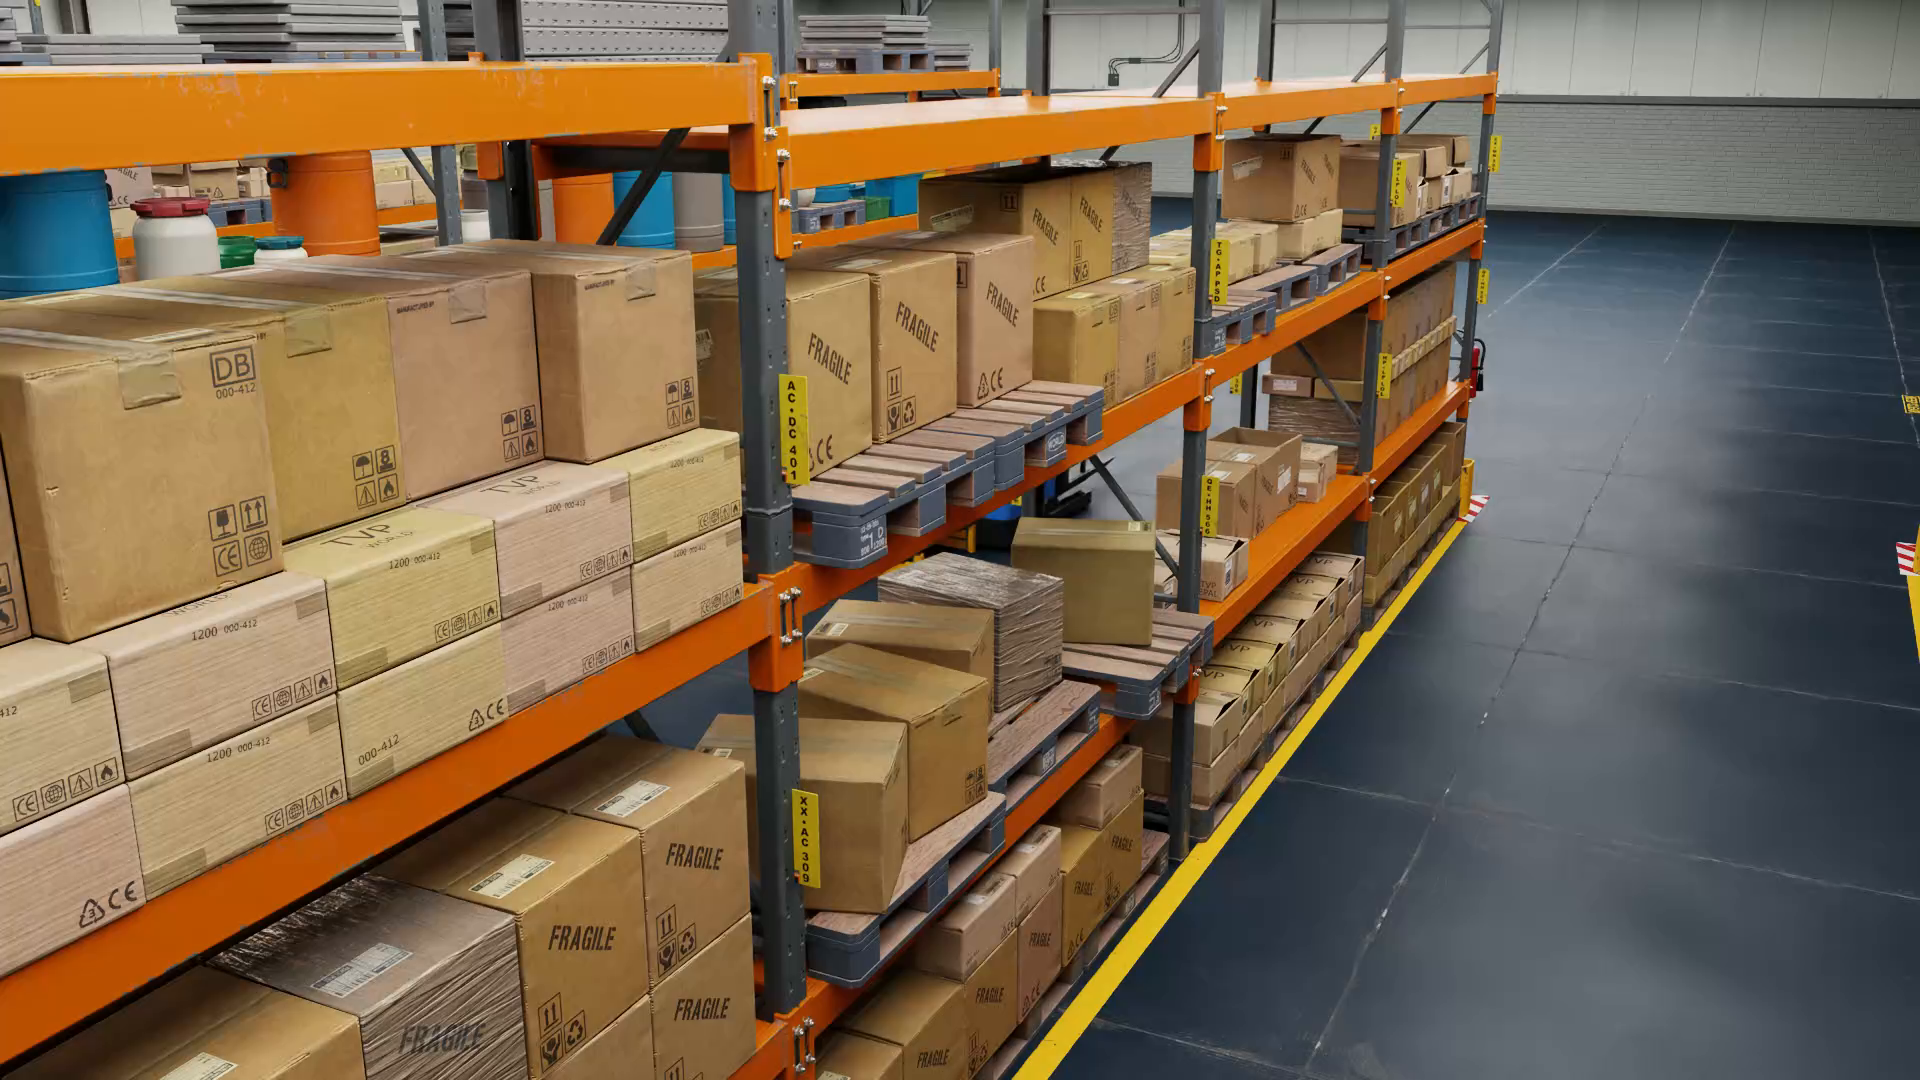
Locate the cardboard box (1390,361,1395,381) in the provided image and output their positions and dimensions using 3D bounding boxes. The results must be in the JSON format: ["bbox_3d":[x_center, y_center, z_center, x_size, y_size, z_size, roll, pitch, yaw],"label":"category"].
[{"bbox_3d":[3.230,-1.342,13.185,0.380,0.149,0.250,8,18,25],"label":"cardboard box"}]

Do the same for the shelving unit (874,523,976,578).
[{"bbox_3d":[-0.355,-0.517,14.355,0.587,1.500,1.083,8,18,25],"label":"shelving unit"}]

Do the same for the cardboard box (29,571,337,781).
[{"bbox_3d":[-1.630,0.229,3.327,0.500,0.250,0.500,8,18,25],"label":"cardboard box"}]

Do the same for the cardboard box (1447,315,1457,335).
[{"bbox_3d":[4.382,-1.999,15.396,0.380,0.149,0.250,8,18,24],"label":"cardboard box"}]

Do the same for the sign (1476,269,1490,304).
[{"bbox_3d":[4.862,-2.357,15.469,0.100,0.325,0.005,8,18,25],"label":"sign"}]

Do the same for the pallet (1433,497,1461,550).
[{"bbox_3d":[4.078,-0.225,15.635,1.003,0.211,1.213,8,18,25],"label":"pallet"}]

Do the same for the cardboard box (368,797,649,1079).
[{"bbox_3d":[-1.200,1.061,4.479,0.500,0.500,0.500,8,18,24],"label":"cardboard box"}]

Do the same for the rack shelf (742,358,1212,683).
[{"bbox_3d":[-0.086,-0.307,7.011,1.077,0.370,4.000,8,18,25],"label":"rack shelf"}]

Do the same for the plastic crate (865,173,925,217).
[{"bbox_3d":[-0.630,-3.299,15.848,0.392,0.384,0.575,8,18,25],"label":"plastic crate"}]

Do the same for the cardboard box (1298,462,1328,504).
[{"bbox_3d":[2.367,-0.431,11.668,0.396,0.266,0.258,8,18,24],"label":"cardboard box"}]

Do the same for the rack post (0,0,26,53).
[{"bbox_3d":[-5.005,-2.386,7.611,0.937,0.300,0.954,8,18,24],"label":"rack post"}]

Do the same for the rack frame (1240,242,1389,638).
[{"bbox_3d":[2.595,-0.742,12.481,1.000,3.000,0.127,8,18,25],"label":"rack frame"}]

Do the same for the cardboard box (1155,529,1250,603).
[{"bbox_3d":[1.381,0.116,9.748,0.500,0.311,0.500,8,18,25],"label":"cardboard box"}]

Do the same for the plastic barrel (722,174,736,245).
[{"bbox_3d":[-1.868,-2.895,13.579,0.600,0.901,0.708,8,18,25],"label":"plastic barrel"}]

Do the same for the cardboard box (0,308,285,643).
[{"bbox_3d":[-1.818,-0.157,3.310,0.700,0.500,0.500,8,18,25],"label":"cardboard box"}]

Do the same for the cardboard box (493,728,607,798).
[{"bbox_3d":[-1.442,0.852,5.181,0.500,0.500,0.500,9,19,27],"label":"cardboard box"}]

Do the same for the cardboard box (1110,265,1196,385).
[{"bbox_3d":[0.643,-1.094,8.221,0.910,0.500,0.500,8,18,25],"label":"cardboard box"}]

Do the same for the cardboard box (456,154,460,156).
[{"bbox_3d":[-5.490,-4.143,18.224,0.380,0.149,0.250,8,18,25],"label":"cardboard box"}]

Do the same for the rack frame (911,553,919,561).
[{"bbox_3d":[-0.578,-0.389,13.927,0.500,1.500,0.032,8,18,25],"label":"rack frame"}]

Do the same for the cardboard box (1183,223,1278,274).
[{"bbox_3d":[1.686,-1.831,10.402,0.500,0.250,0.500,6,18,21],"label":"cardboard box"}]

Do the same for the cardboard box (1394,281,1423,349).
[{"bbox_3d":[3.460,-1.910,13.957,0.700,0.500,0.500,8,18,25],"label":"cardboard box"}]

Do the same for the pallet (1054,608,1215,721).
[{"bbox_3d":[0.568,0.550,8.467,1.213,0.211,1.003,8,18,25],"label":"pallet"}]

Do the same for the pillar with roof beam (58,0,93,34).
[{"bbox_3d":[-12.371,-8.708,28.762,9.100,9.000,0.400,8,18,25],"label":"pillar with roof beam"}]

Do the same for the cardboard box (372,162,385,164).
[{"bbox_3d":[-6.143,-3.812,17.110,0.380,0.149,0.250,7,18,23],"label":"cardboard box"}]

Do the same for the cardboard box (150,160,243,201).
[{"bbox_3d":[-6.984,-3.345,15.057,0.797,0.503,0.637,9,19,28],"label":"cardboard box"}]

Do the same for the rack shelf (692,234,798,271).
[{"bbox_3d":[-2.728,-1.957,12.567,1.077,0.370,4.000,8,18,25],"label":"rack shelf"}]

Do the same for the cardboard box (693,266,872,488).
[{"bbox_3d":[-0.689,-0.559,5.506,0.600,0.600,0.600,6,18,20],"label":"cardboard box"}]

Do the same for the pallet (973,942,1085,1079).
[{"bbox_3d":[-0.106,2.108,7.782,1.003,0.211,1.213,8,18,25],"label":"pallet"}]

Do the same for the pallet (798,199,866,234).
[{"bbox_3d":[-1.600,-2.917,14.867,1.213,0.211,1.003,8,18,25],"label":"pallet"}]

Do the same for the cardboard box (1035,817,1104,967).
[{"bbox_3d":[0.368,1.664,7.998,0.500,0.500,0.500,7,18,23],"label":"cardboard box"}]

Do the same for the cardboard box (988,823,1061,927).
[{"bbox_3d":[0.125,1.448,7.406,0.500,0.250,0.500,8,18,24],"label":"cardboard box"}]

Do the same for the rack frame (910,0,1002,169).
[{"bbox_3d":[-0.047,-5.268,17.183,1.000,3.000,0.127,8,18,25],"label":"rack frame"}]

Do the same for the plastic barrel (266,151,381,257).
[{"bbox_3d":[-3.878,-2.056,10.142,0.600,0.830,0.708,8,18,25],"label":"plastic barrel"}]

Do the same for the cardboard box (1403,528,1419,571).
[{"bbox_3d":[3.530,0.041,13.934,0.500,0.250,0.500,8,18,25],"label":"cardboard box"}]

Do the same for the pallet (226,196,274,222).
[{"bbox_3d":[-6.637,-3.208,15.844,1.213,0.211,1.003,8,18,25],"label":"pallet"}]

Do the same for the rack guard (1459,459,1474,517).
[{"bbox_3d":[4.393,-0.569,16.288,1.175,0.500,0.348,8,18,25],"label":"rack guard"}]

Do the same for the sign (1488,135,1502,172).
[{"bbox_3d":[4.862,-3.513,15.126,0.100,0.325,0.005,8,18,25],"label":"sign"}]

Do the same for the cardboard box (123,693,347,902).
[{"bbox_3d":[-1.635,0.468,3.401,0.500,0.250,0.500,8,18,25],"label":"cardboard box"}]

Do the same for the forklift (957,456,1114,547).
[{"bbox_3d":[0.638,-1.718,15.886,1.130,2.935,3.031,8,18,25],"label":"forklift"}]

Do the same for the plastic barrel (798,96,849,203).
[{"bbox_3d":[-1.294,-3.493,14.856,0.600,0.901,0.708,8,18,25],"label":"plastic barrel"}]

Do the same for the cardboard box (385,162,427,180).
[{"bbox_3d":[-5.646,-3.748,16.894,0.380,0.149,0.250,8,18,26],"label":"cardboard box"}]

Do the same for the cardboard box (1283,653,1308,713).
[{"bbox_3d":[1.985,0.905,11.026,0.500,0.250,0.500,9,19,26],"label":"cardboard box"}]

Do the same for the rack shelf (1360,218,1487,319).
[{"bbox_3d":[3.489,-2.345,13.872,1.077,0.370,4.000,8,18,25],"label":"rack shelf"}]

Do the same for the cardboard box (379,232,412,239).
[{"bbox_3d":[-6.088,-2.951,17.462,0.500,0.500,0.500,8,18,25],"label":"cardboard box"}]

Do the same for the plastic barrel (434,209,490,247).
[{"bbox_3d":[-3.209,-1.886,10.868,0.421,0.512,0.421,0,17,0],"label":"plastic barrel"}]

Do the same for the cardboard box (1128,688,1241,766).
[{"bbox_3d":[1.305,1.028,9.626,0.500,0.311,0.500,9,19,27],"label":"cardboard box"}]

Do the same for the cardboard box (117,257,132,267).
[{"bbox_3d":[-10.320,-3.495,19.587,0.875,0.550,0.550,8,18,25],"label":"cardboard box"}]

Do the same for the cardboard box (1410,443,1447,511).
[{"bbox_3d":[3.975,-0.573,14.685,0.500,0.500,0.500,8,18,25],"label":"cardboard box"}]

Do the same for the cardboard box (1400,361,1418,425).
[{"bbox_3d":[3.473,-1.297,14.174,0.700,0.500,0.500,9,19,27],"label":"cardboard box"}]

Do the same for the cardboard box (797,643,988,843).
[{"bbox_3d":[-0.317,0.771,6.474,0.700,0.500,0.500,12,20,34],"label":"cardboard box"}]

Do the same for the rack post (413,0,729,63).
[{"bbox_3d":[-2.638,-3.833,11.998,1.013,1.000,3.121,8,18,25],"label":"rack post"}]

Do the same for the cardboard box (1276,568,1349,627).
[{"bbox_3d":[2.444,0.378,11.814,0.500,0.311,0.500,9,19,27],"label":"cardboard box"}]

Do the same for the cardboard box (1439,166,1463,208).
[{"bbox_3d":[3.855,-2.956,13.840,0.500,0.311,0.500,11,20,32],"label":"cardboard box"}]

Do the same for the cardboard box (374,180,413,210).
[{"bbox_3d":[-5.835,-3.452,16.598,0.500,0.250,0.500,7,18,23],"label":"cardboard box"}]

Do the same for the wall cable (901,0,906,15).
[{"bbox_3d":[-0.579,-16.539,51.713,3.097,2.526,0.112,8,18,25],"label":"wall cable"}]

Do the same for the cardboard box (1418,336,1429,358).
[{"bbox_3d":[3.805,-1.669,14.285,0.380,0.149,0.250,9,19,27],"label":"cardboard box"}]
